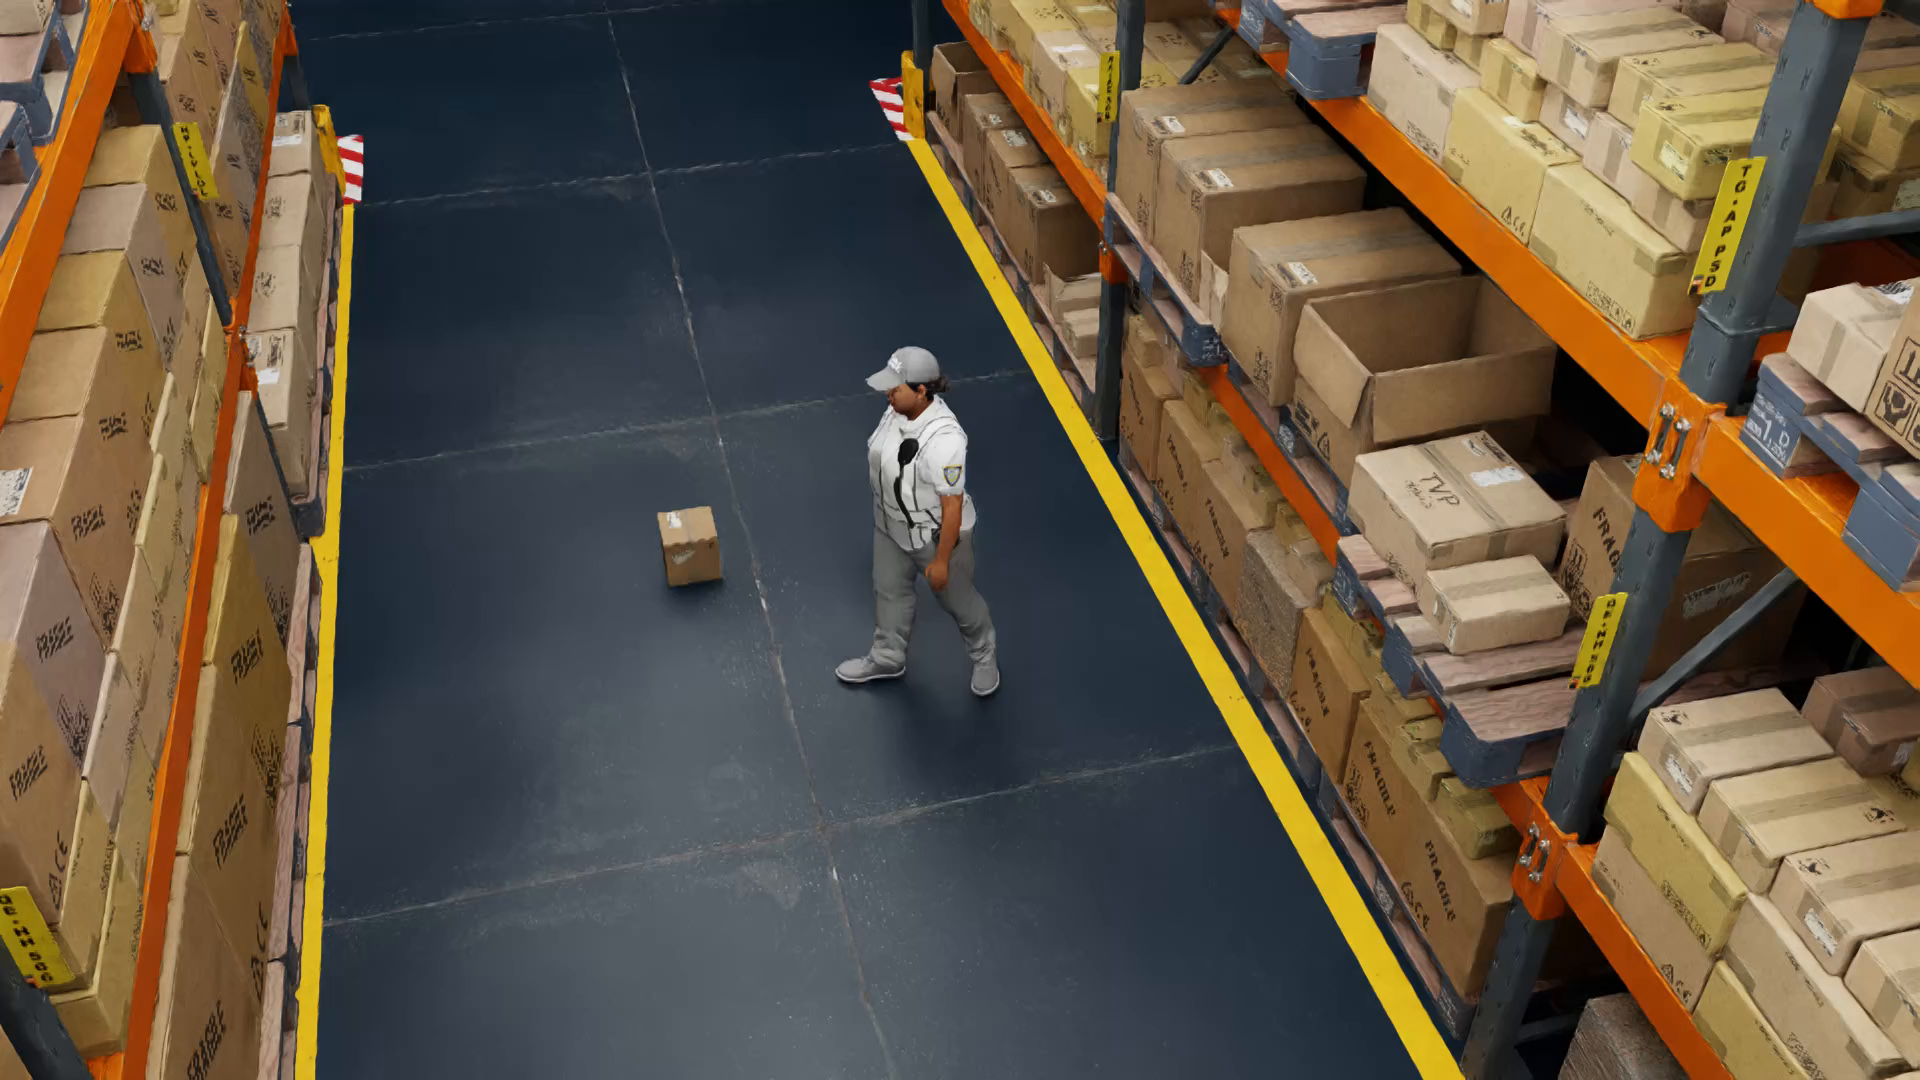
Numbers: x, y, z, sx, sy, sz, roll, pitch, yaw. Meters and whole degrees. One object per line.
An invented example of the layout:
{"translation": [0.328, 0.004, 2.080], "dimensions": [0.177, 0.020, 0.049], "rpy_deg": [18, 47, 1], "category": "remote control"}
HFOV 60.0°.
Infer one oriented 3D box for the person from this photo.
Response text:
{"translation": [-0.186, -0.080, 6.807], "dimensions": [0.651, 1.649, 0.672], "rpy_deg": [-23, 44, -27], "category": "person"}
